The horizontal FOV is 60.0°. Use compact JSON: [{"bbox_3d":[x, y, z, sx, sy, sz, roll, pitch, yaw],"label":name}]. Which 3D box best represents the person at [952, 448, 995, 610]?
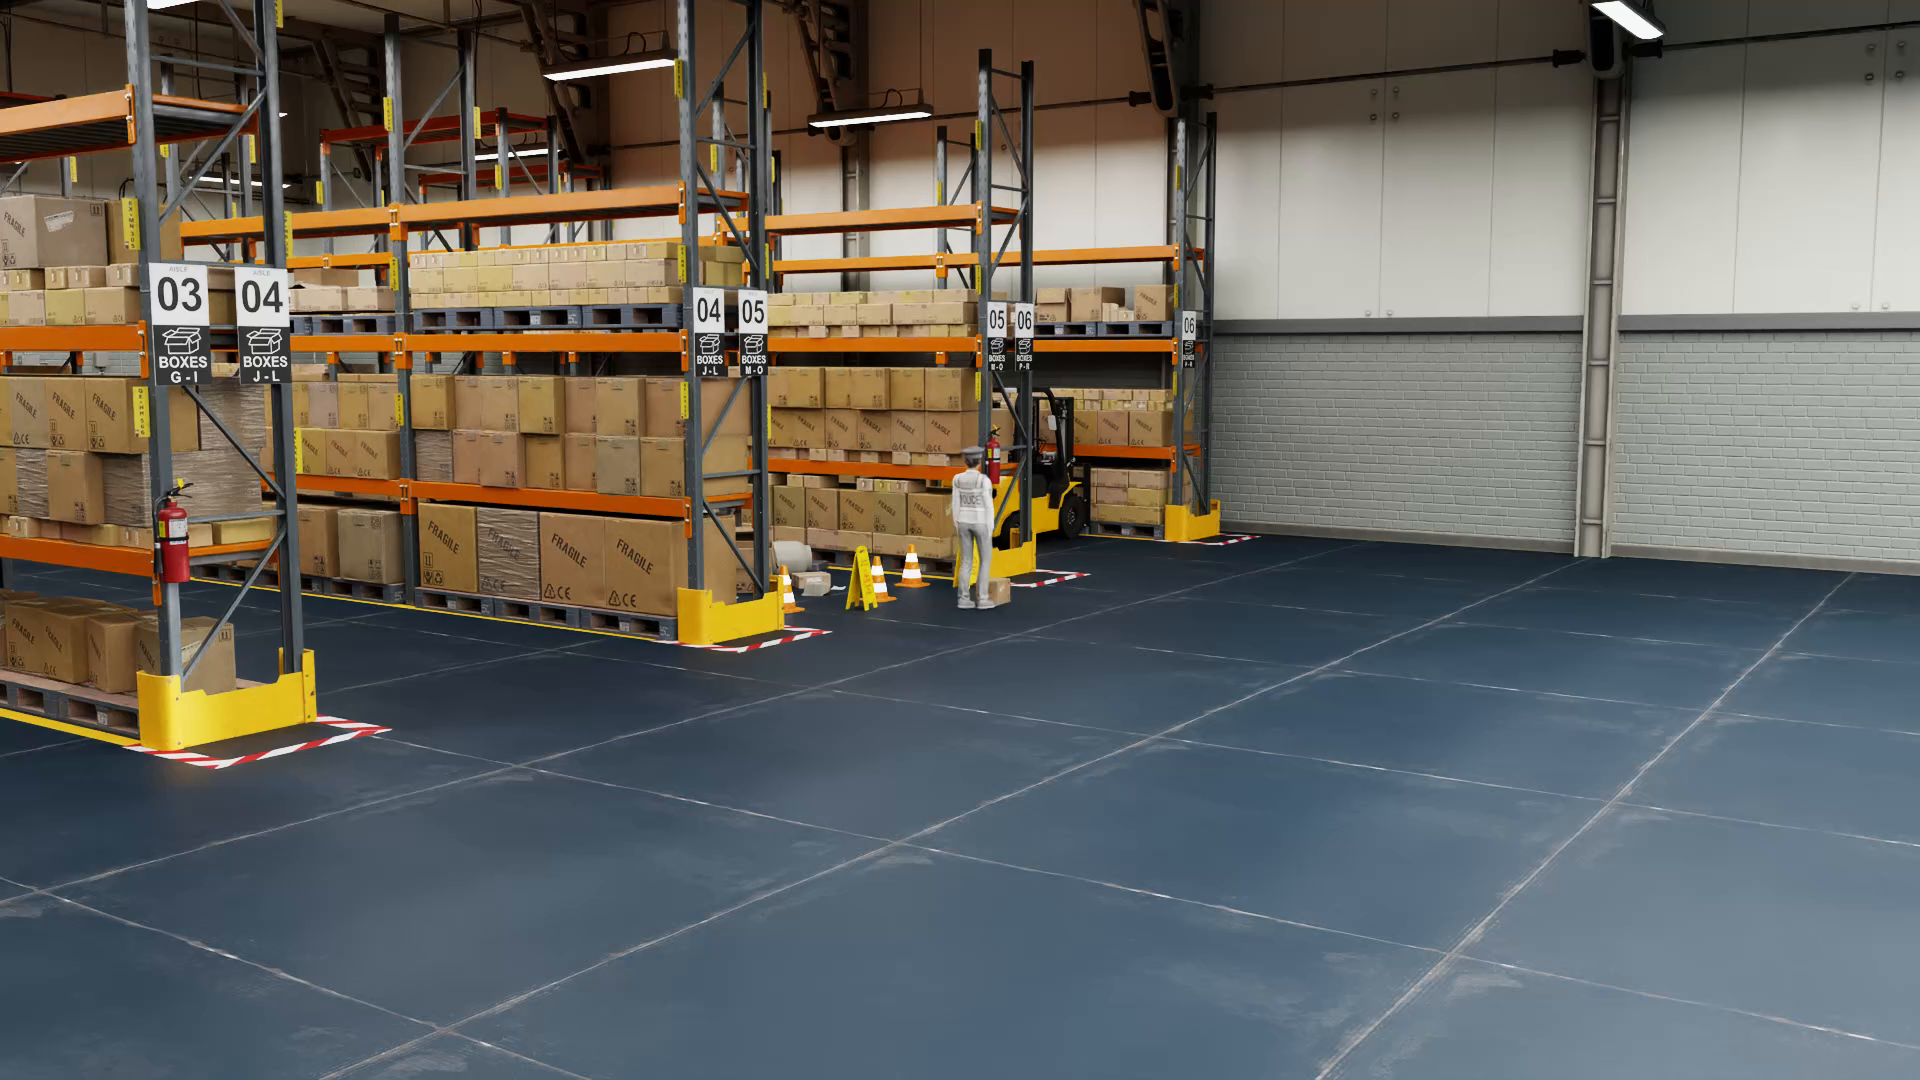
[{"bbox_3d":[0.141,-0.120,17.093,0.469,1.662,0.328,3,7,28],"label":"person"}]
